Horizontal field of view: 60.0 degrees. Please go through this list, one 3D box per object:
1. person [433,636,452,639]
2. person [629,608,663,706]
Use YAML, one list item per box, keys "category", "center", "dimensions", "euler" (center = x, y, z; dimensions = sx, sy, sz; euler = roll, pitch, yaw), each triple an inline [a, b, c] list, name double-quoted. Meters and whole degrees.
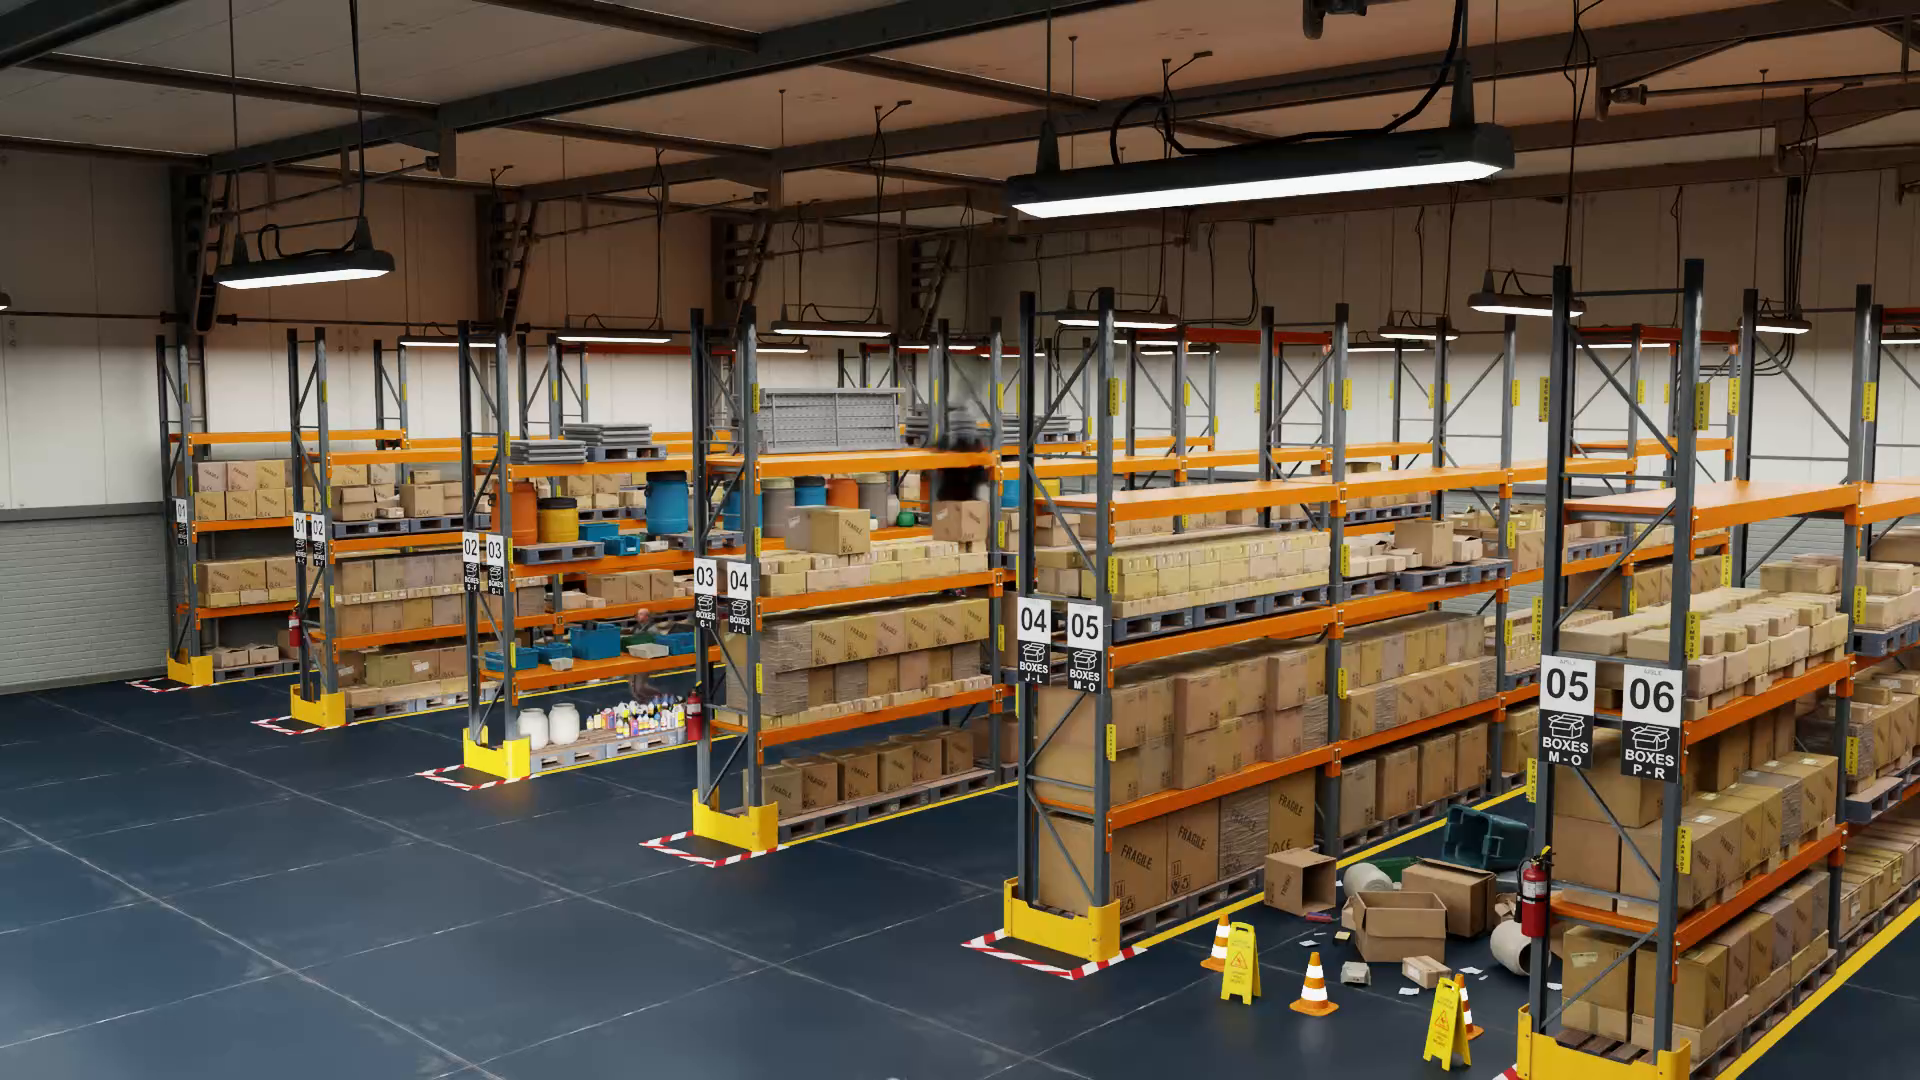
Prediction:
- category: "person"
  center: [-8.988, 1.594, 28.799]
  dimensions: [0.659, 1.732, 0.608]
  euler: [4, 7, 36]
- category: "person"
  center: [-4.956, 1.899, 25.896]
  dimensions: [0.655, 1.673, 0.604]
  euler: [4, 7, 36]
